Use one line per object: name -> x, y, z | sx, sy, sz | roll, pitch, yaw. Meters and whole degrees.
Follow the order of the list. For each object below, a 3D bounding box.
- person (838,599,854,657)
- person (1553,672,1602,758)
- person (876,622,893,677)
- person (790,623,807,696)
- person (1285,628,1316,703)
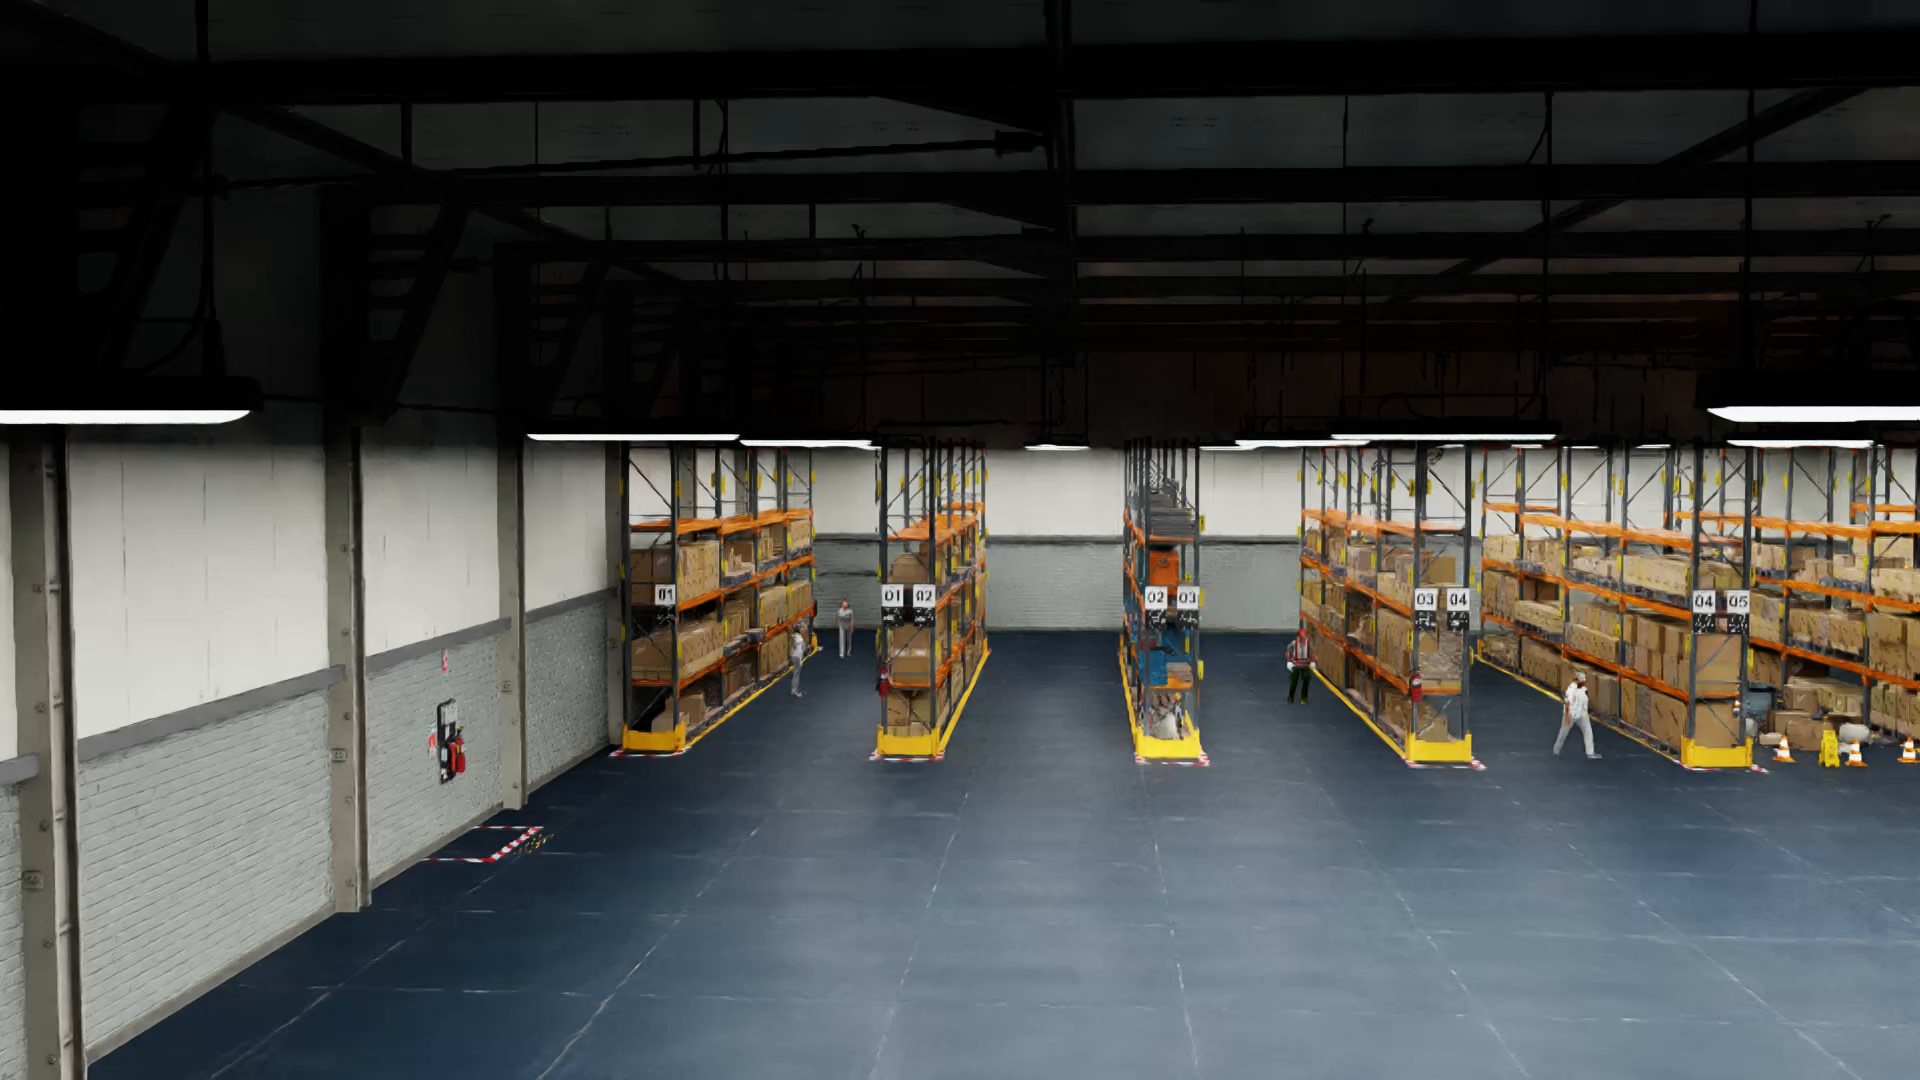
person -> -3.172, 2.437, 46.284 | 0.453, 1.612, 1.019 | 0, 3, 3
person -> 11.507, 3.259, 31.066 | 0.519, 1.613, 0.940 | -1, 3, -19
person -> -1.846, 2.739, 40.715 | 0.448, 1.578, 1.110 | 0, 3, 7
person -> -3.770, 2.785, 38.978 | 0.433, 1.684, 0.550 | -1, 3, -19
person -> 7.716, 2.846, 37.660 | 0.677, 1.742, 0.552 | 0, 3, 3
